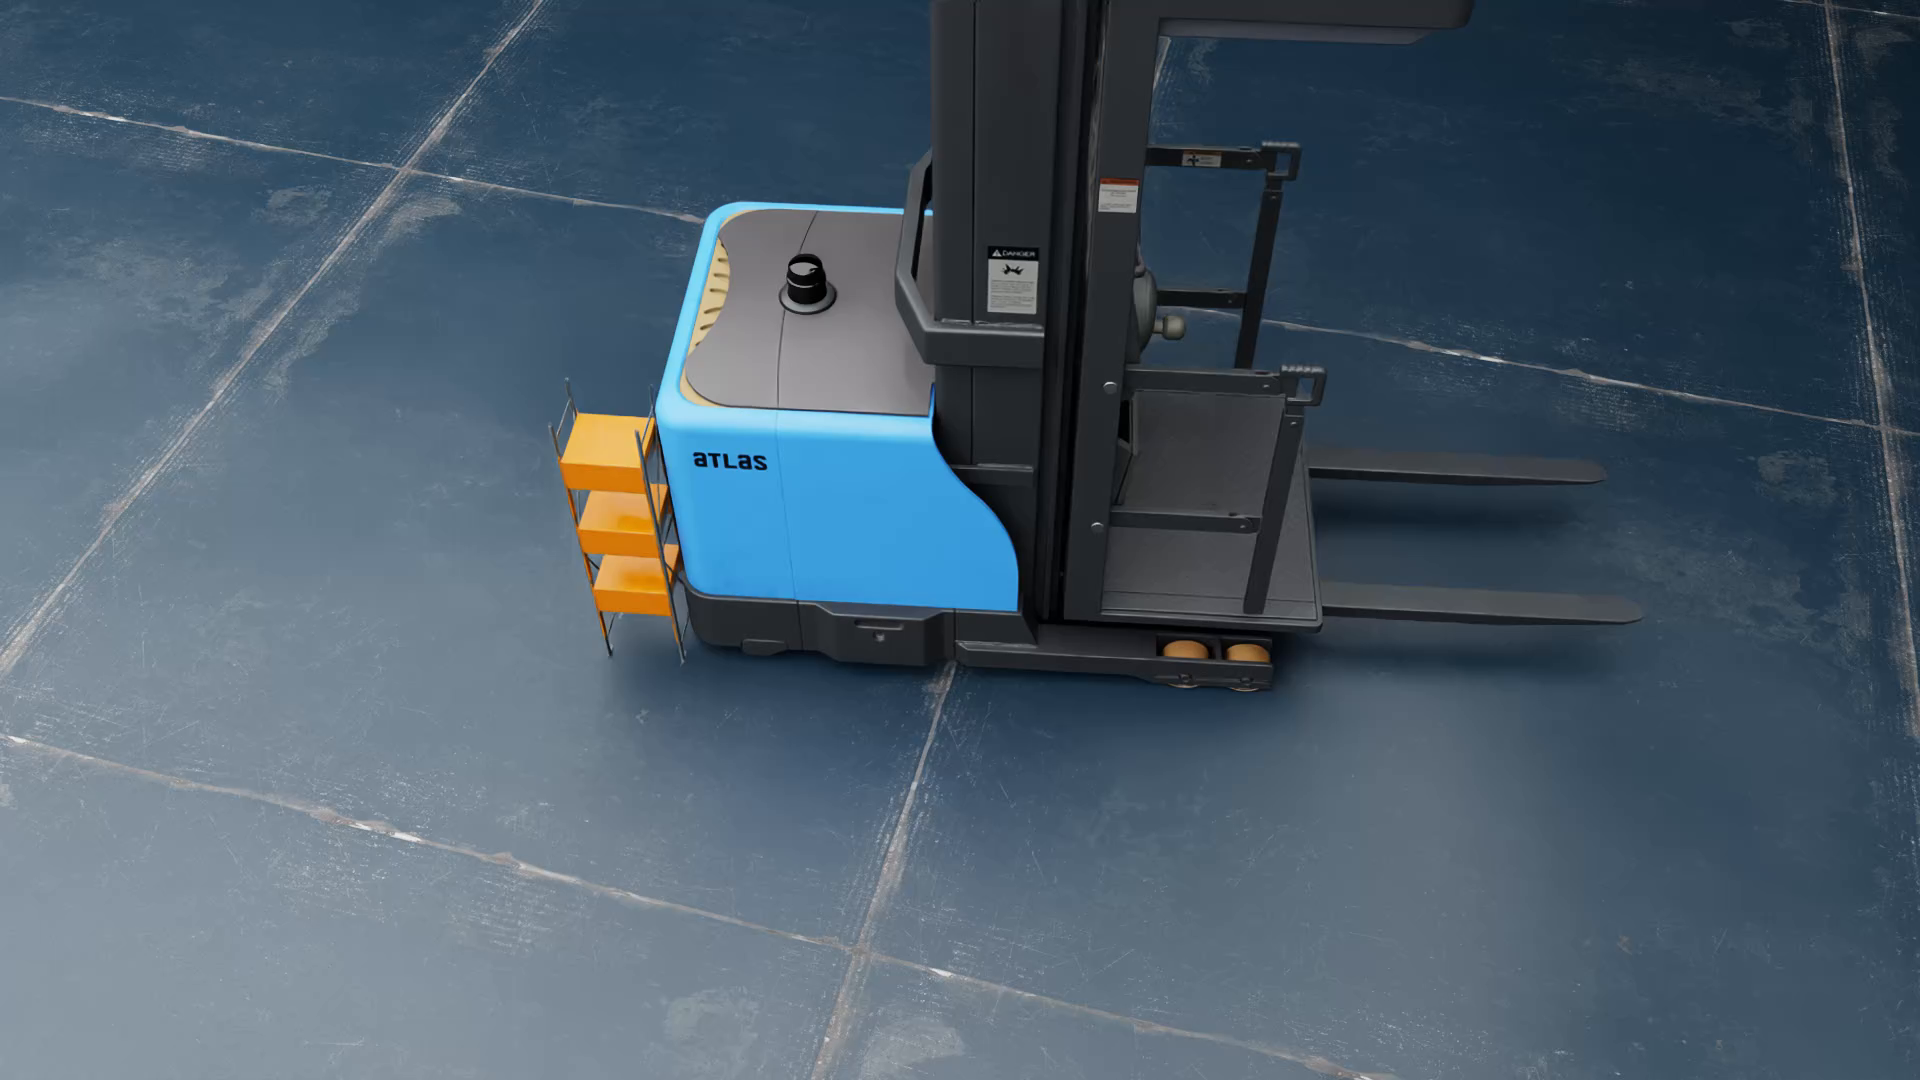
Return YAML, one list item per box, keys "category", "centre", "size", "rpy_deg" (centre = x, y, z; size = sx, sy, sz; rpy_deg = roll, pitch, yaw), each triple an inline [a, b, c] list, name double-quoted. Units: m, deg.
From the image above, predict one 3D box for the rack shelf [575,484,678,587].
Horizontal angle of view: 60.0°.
- category: "rack shelf"
  centre: [-1.012, -0.027, 5.087]
  size: [0.240, 0.259, 0.215]
  rpy_deg: [4, 49, 4]

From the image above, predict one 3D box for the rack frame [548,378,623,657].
- category: "rack frame"
  centre: [-1.134, -0.042, 5.087]
  size: [0.008, 1.050, 0.200]
  rpy_deg: [4, 49, 4]

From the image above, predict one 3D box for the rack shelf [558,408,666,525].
- category: "rack shelf"
  centre: [-1.012, -0.215, 4.875]
  size: [0.240, 0.259, 0.215]
  rpy_deg: [4, 49, 4]

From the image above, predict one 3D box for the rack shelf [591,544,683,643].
- category: "rack shelf"
  centre: [-1.012, 0.157, 5.296]
  size: [0.240, 0.259, 0.215]
  rpy_deg: [4, 49, 4]

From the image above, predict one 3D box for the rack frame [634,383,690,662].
- category: "rack frame"
  centre: [-0.891, -0.025, 5.072]
  size: [0.008, 1.050, 0.200]
  rpy_deg: [4, 49, 4]

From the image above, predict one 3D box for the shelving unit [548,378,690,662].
- category: "shelving unit"
  centre: [-1.012, -0.034, 5.080]
  size: [0.252, 1.050, 0.215]
  rpy_deg: [4, 49, 4]

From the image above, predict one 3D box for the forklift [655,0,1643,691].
- category: "forklift"
  centre: [0.665, -0.901, 4.591]
  size: [3.031, 2.935, 1.130]
  rpy_deg: [3, 49, 3]
